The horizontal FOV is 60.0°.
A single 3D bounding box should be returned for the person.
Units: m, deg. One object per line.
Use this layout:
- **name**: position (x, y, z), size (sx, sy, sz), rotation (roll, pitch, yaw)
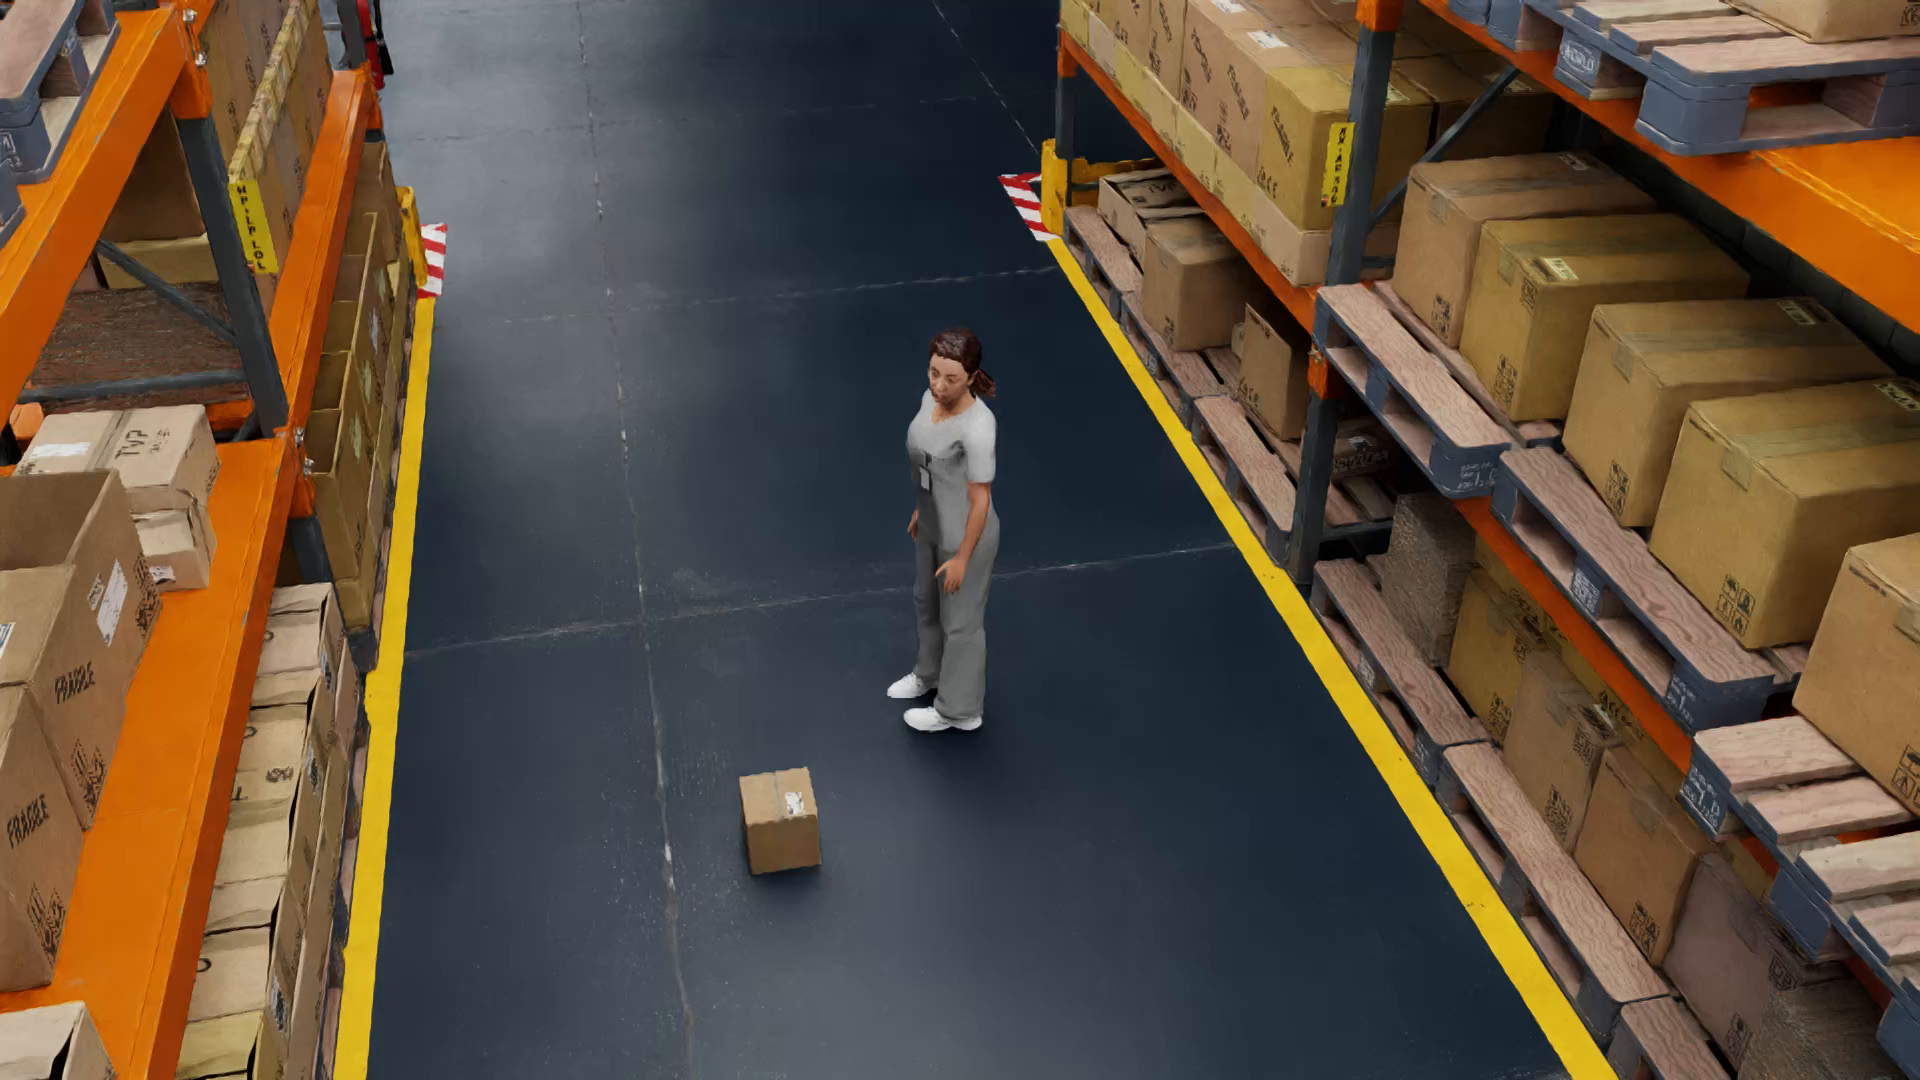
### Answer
- **person**: position (-0.049, -0.007, 6.153), size (0.398, 1.708, 0.481), rotation (-16, 38, -22)
